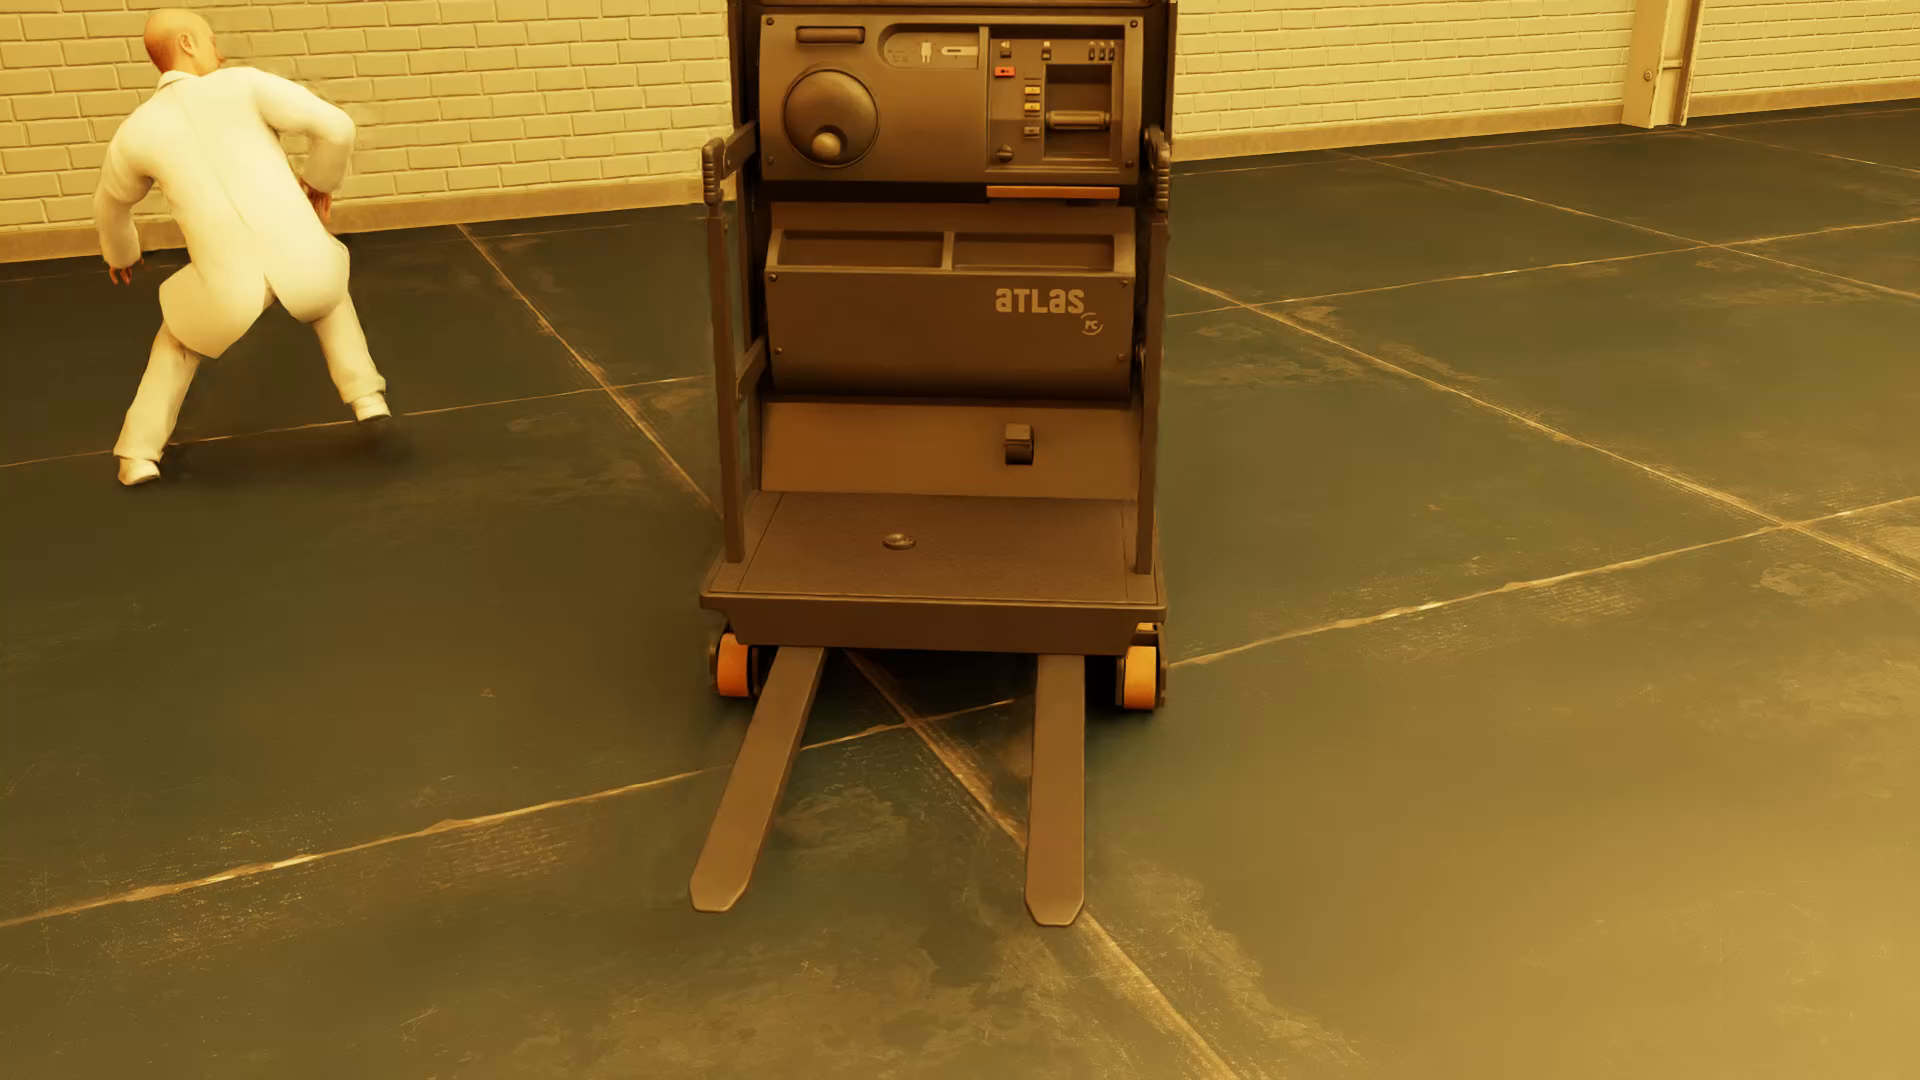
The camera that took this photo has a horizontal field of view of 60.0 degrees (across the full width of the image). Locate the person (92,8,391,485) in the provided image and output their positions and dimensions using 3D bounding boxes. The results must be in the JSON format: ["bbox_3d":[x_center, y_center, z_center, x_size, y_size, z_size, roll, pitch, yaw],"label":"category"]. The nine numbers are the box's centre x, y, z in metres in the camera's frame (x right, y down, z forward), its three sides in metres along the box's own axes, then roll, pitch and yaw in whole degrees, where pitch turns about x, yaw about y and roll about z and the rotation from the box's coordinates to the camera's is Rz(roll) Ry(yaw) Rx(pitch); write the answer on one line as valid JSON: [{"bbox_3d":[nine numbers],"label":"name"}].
[{"bbox_3d":[-2.436,-0.943,5.513,0.917,1.554,0.782,-8,24,-19],"label":"person"}]

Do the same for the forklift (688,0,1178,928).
[{"bbox_3d":[-0.037,-1.063,3.844,1.130,2.935,3.031,2,23,4],"label":"forklift"}]
